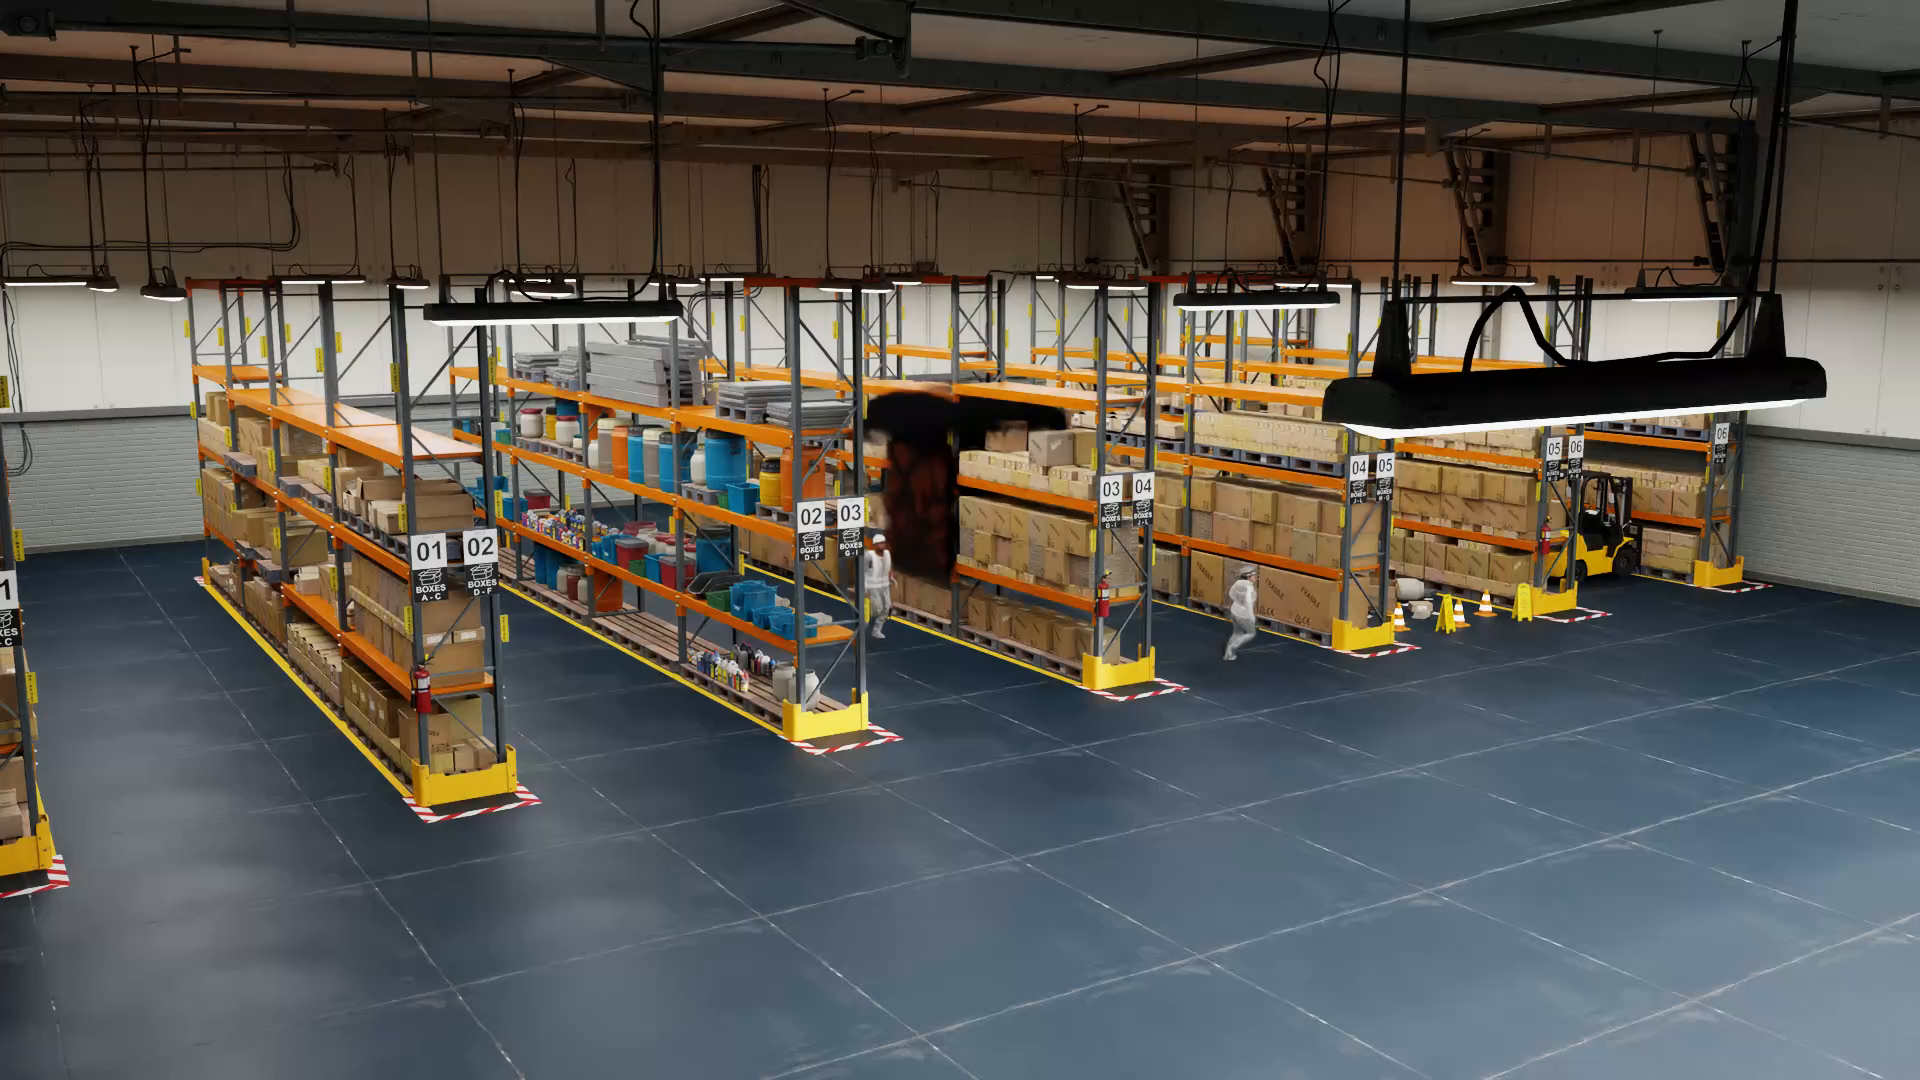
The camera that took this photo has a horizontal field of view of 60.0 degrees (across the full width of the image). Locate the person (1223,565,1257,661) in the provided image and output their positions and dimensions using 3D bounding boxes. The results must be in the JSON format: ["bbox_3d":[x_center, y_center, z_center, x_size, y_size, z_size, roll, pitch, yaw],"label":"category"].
[{"bbox_3d":[4.508,1.175,26.290,0.494,1.586,0.724,-4,10,-24],"label":"person"}]

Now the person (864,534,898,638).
[{"bbox_3d":[-1.372,0.750,27.239,0.678,1.728,0.629,-8,12,-38],"label":"person"}]
